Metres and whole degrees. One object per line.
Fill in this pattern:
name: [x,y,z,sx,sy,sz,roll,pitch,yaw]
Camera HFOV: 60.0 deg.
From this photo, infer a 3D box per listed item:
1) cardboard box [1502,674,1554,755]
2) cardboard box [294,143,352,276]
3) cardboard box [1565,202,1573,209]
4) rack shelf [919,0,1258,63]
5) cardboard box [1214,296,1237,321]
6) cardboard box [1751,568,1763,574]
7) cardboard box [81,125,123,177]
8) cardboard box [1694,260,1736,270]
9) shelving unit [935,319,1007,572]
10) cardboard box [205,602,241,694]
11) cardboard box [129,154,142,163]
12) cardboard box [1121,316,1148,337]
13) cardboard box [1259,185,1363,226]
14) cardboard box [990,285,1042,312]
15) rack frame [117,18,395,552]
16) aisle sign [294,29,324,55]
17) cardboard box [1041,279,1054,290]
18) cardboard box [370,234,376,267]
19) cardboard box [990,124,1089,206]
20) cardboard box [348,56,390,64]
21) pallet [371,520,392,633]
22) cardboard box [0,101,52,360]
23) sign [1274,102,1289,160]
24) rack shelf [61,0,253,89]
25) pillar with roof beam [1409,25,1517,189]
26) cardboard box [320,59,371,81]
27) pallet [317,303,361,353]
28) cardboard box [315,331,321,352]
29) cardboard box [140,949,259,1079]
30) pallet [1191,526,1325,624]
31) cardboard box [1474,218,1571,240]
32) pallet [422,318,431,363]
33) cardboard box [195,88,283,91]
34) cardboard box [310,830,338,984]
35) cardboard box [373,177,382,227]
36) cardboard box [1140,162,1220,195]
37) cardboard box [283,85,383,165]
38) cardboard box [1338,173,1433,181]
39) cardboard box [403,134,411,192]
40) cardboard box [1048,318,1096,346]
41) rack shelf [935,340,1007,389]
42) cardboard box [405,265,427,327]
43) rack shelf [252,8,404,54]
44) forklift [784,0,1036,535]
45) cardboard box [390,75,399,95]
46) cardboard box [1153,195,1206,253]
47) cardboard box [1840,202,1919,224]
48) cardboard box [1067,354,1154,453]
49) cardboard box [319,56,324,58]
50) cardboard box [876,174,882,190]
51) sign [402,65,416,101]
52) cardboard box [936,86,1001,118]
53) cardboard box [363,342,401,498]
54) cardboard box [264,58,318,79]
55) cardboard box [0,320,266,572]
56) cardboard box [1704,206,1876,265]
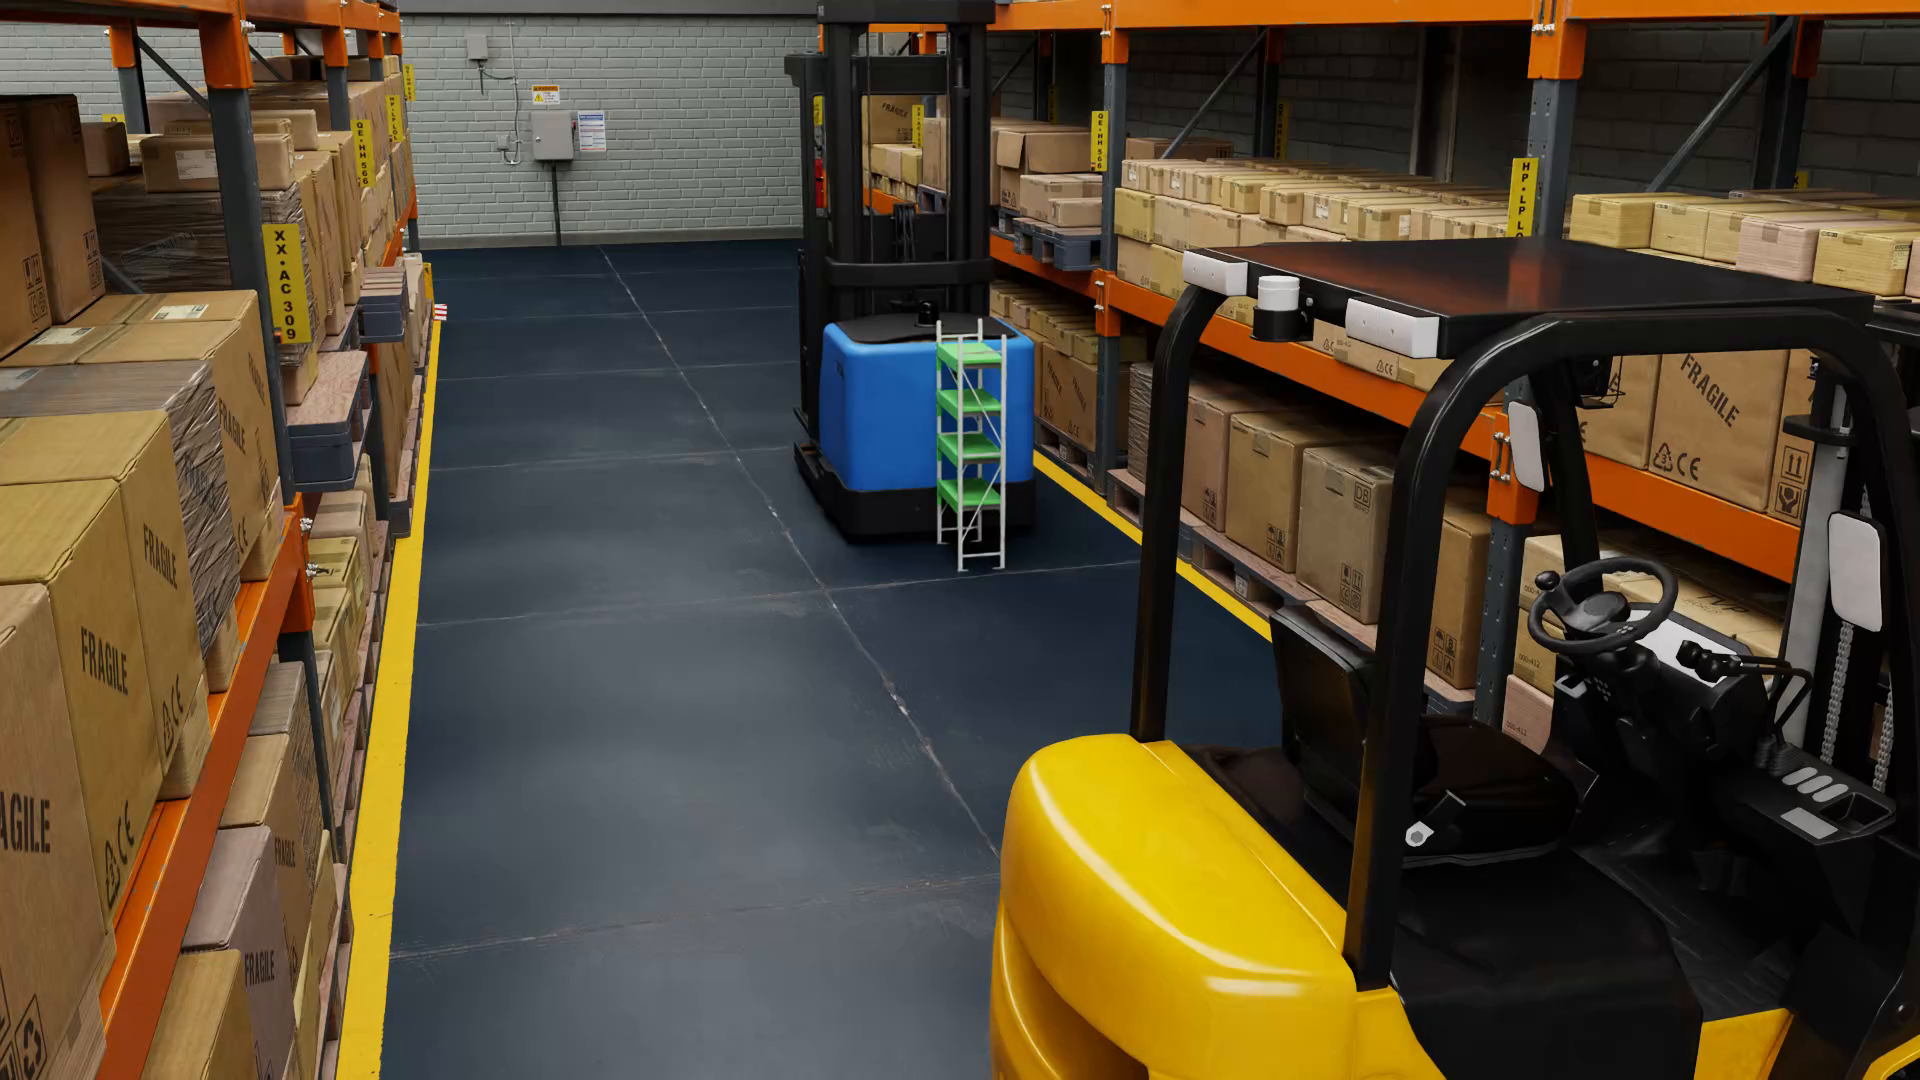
cardboard box: [2.211,0.638,5.662,0.500,0.250,0.500,-5,17,-15]
cardboard box: [-2.790,-1.356,6.832,0.500,0.500,0.500,-6,18,-19]
cardboard box: [2.415,-1.258,6.623,0.380,0.149,0.250,-5,17,-15]
rack shelf: [0.747,-3.389,11.057,1.077,0.370,4.000,-5,17,-15]
cardboard box: [1.466,-1.248,8.155,0.500,0.250,0.500,-5,18,-17]
cardboard box: [2.717,0.120,5.649,0.500,0.250,0.500,-4,17,-14]
cardboard box: [-2.921,-1.245,5.336,0.380,0.149,0.250,-5,17,-17]
cardboard box: [2.402,-0.745,4.918,0.380,0.149,0.250,-5,17,-15]
shelving unit: [0.053,-0.489,8.494,0.258,1.200,0.503,-4,17,-13]
cardboard box: [-1.711,0.222,3.435,0.380,0.149,0.250,-5,17,-16]
cardboard box: [-3.141,-1.170,6.212,0.500,0.500,0.500,-5,18,-17]
cardboard box: [1.261,-1.365,10.771,0.380,0.149,0.250,-4,17,-15]
cardboard box: [1.562,-1.491,7.400,0.380,0.149,0.250,-5,17,-17]
cardboard box: [0.394,-1.757,12.075,0.380,0.149,0.250,-5,17,-15]
rack frame: [-3.474,-1.350,8.233,1.000,3.000,0.127,-5,17,-15]
aisle sign: [-5.972,-4.805,15.216,0.394,0.787,0.004,-5,17,-15]
cardboard box: [0.824,-1.878,12.478,0.380,0.149,0.250,-6,18,-18]
cardboard box: [-3.525,-1.574,9.240,0.500,0.250,0.500,-5,17,-17]
cardboard box: [0.474,-2.587,11.448,0.700,0.500,0.500,-5,17,-16]
cardboard box: [-4.978,-3.968,13.910,0.380,0.149,0.250,-4,17,-14]
pallet: [-3.261,0.202,7.914,1.003,0.211,1.213,-5,17,-15]
cardboard box: [-2.343,-0.631,3.410,0.700,0.500,0.500,-5,17,-15]
sign: [1.830,-2.343,9.525,0.100,0.325,0.005,-5,17,-15]
rack shelf: [-1.826,-0.783,2.380,1.077,0.370,4.000,-5,17,-15]
pillar with roof beam: [-1.617,-3.987,6.583,9.100,9.000,0.400,-5,17,-15]
cardboard box: [-4.411,-3.402,12.024,0.380,0.149,0.250,-5,17,-16]
pallet: [-2.891,-0.714,6.448,1.003,0.211,1.213,-5,17,-15]
cardboard box: [-2.465,-0.719,5.838,0.380,0.149,0.250,-4,17,-14]
cardboard box: [-1.517,1.084,2.875,0.500,0.500,0.500,-4,17,-14]
pallet: [1.817,0.159,8.054,1.003,0.211,1.213,-5,17,-15]
cardboard box: [2.089,-1.073,6.008,0.380,0.149,0.250,-4,17,-13]
pallet: [-5.046,-1.676,14.164,1.003,0.211,1.213,-5,17,-15]
cardboard box: [-4.279,-2.419,9.879,0.500,0.500,0.500,-5,17,-16]
cardboard box: [-1.954,1.014,4.411,0.500,0.250,0.500,-4,17,-13]
cardboard box: [-3.642,-1.959,9.653,0.500,0.250,0.500,-5,17,-15]
cardboard box: [1.176,-1.917,8.819,0.380,0.149,0.250,-4,17,-14]
cardboard box: [-3.940,-2.595,10.466,0.500,0.500,0.500,-4,17,-14]
cardboard box: [2.053,-1.685,8.046,0.380,0.149,0.250,-5,17,-16]
cardboard box: [-5.012,-3.217,14.274,0.500,0.500,0.500,-4,17,-14]
cardboard box: [0.783,-1.324,10.634,0.380,0.149,0.250,-5,18,-17]
rack shelf: [0.053,-0.887,8.374,0.258,0.148,0.480,-4,17,-13]
cardboard box: [-5.136,-2.110,14.486,0.875,0.438,0.875,-4,17,-14]
rack shelf: [-5.123,-4.102,13.430,1.077,0.370,4.000,-5,17,-15]
forklift: [-0.421,-1.812,9.889,1.130,2.935,3.031,-4,17,-13]
cardboard box: [-4.871,-3.557,13.667,0.500,0.500,0.500,-5,17,-16]
cardboard box: [1.321,-1.631,8.558,0.500,0.250,0.500,-4,17,-14]
cardboard box: [2.889,-0.929,5.012,0.380,0.149,0.250,-5,17,-16]
cardboard box: [0.974,-0.848,10.175,0.500,0.500,0.500,-4,17,-14]
cardboard box: [-5.527,-3.993,13.991,0.380,0.149,0.250,-5,17,-15]
cardboard box: [-0.540,-3.226,14.915,0.380,0.149,0.250,-5,17,-15]
sign: [-5.147,-4.270,15.529,0.100,0.325,0.005,-5,17,-15]
cardboard box: [0.044,-3.713,14.538,0.500,0.500,0.500,-5,17,-17]
cardboard box: [-3.584,-0.731,9.136,0.875,0.875,0.875,-5,17,-16]
cardboard box: [-4.992,-3.505,12.368,0.380,0.149,0.250,-5,17,-15]
cardboard box: [-1.866,-0.189,3.676,0.500,0.500,0.500,-4,17,-13]
cardboard box: [2.436,-0.892,4.888,0.380,0.149,0.250,-5,17,-16]
